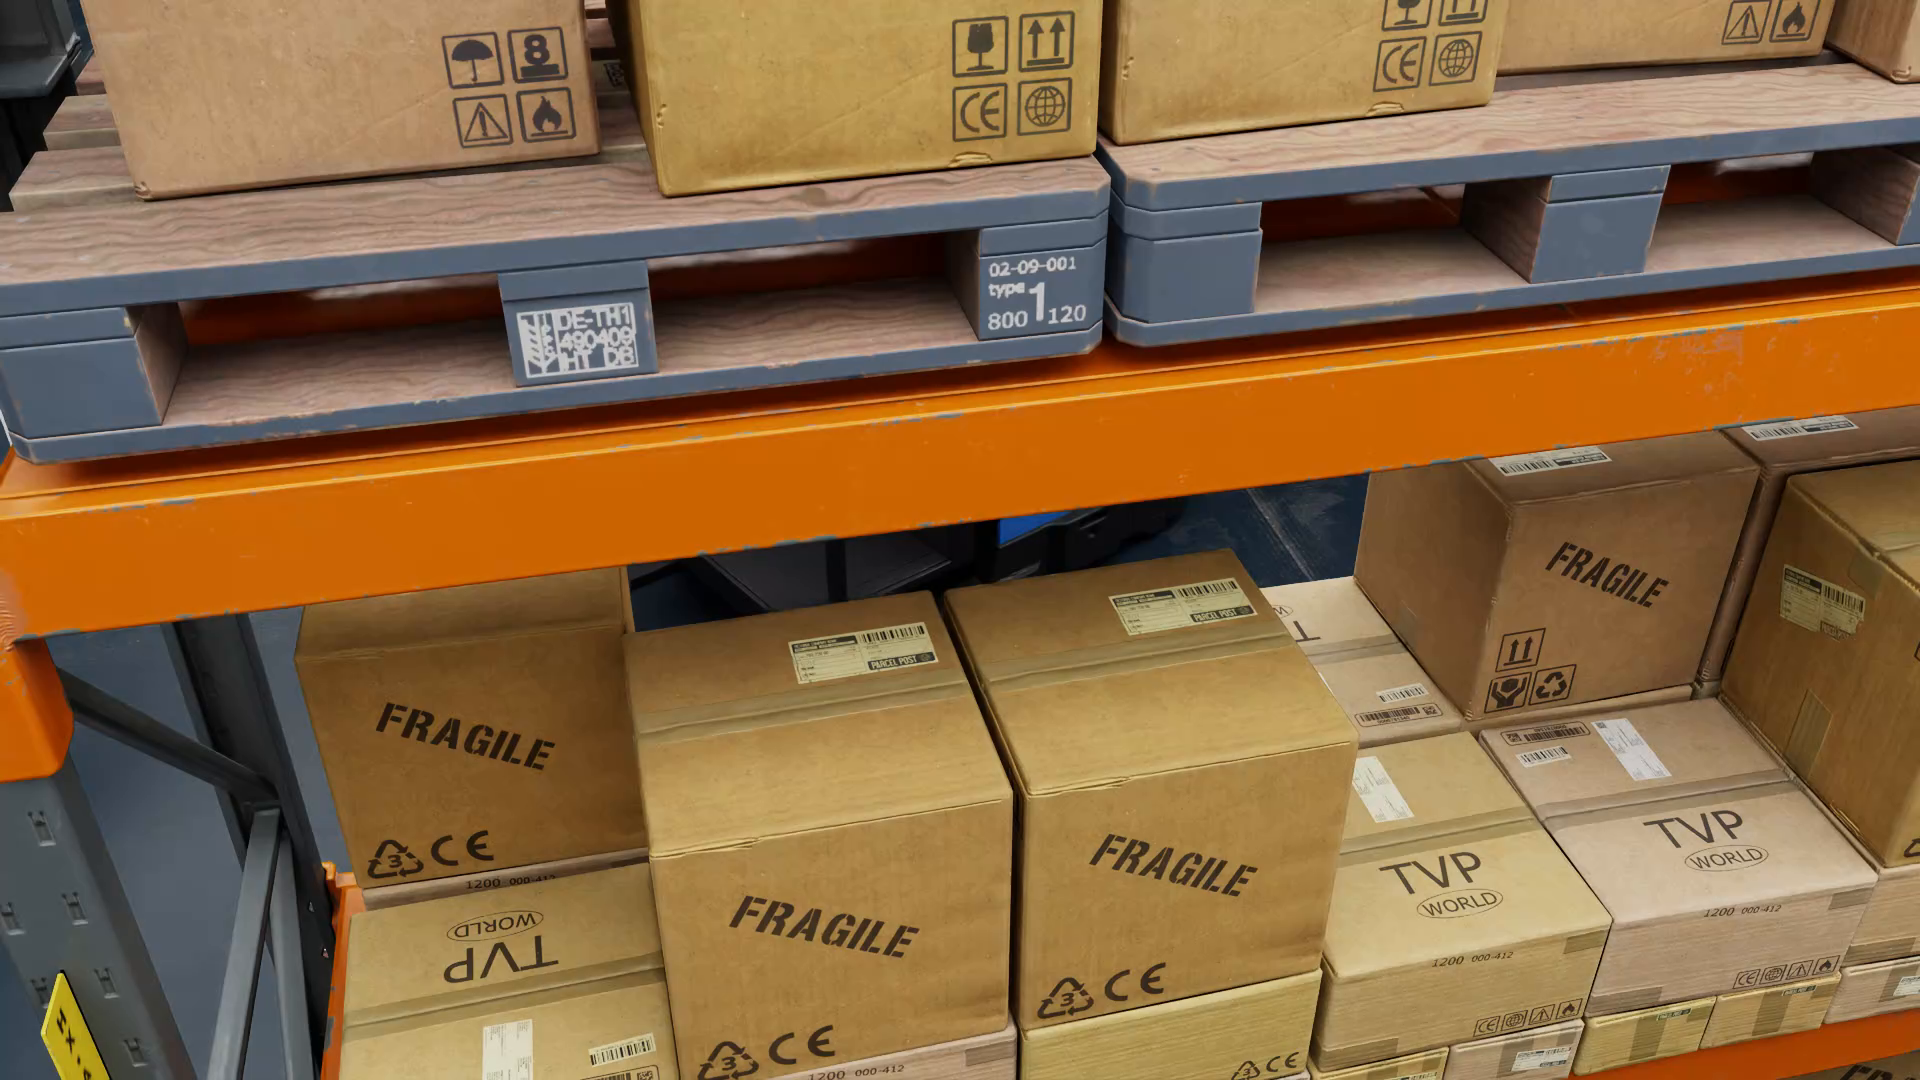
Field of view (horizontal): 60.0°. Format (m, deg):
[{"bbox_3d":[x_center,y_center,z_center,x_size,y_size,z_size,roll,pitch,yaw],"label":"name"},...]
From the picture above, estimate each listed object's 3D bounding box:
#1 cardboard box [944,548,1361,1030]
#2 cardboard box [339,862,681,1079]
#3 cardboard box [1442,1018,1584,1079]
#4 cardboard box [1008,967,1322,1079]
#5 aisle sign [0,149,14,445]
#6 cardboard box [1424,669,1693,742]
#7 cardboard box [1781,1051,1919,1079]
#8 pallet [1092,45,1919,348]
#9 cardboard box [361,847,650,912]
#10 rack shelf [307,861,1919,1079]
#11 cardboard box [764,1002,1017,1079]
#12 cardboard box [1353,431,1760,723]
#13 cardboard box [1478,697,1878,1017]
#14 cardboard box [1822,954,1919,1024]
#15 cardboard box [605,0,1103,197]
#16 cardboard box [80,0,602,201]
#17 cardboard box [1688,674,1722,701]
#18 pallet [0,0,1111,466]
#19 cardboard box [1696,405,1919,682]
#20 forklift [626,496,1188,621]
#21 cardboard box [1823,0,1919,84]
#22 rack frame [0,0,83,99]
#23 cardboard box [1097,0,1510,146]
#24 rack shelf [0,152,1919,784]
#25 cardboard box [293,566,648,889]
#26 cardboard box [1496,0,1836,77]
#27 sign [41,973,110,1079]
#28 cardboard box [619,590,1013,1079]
[{"bbox_3d":[0.276,0.385,2.679,0.500,0.500,0.500,-8,35,-12],"label":"cardboard box"},{"bbox_3d":[-0.716,0.825,2.696,0.500,0.250,0.500,-8,35,-12],"label":"cardboard box"},{"bbox_3d":[0.931,0.816,3.068,0.250,0.149,0.380,-7,34,-10],"label":"cardboard box"},{"bbox_3d":[0.280,0.698,2.886,0.500,0.250,0.500,-8,35,-12],"label":"cardboard box"},{"bbox_3d":[-1.380,-0.435,2.373,0.004,0.787,0.394,-7,35,-11],"label":"aisle sign"},{"bbox_3d":[1.151,0.286,3.499,0.500,0.250,0.500,-6,34,-9],"label":"cardboard box"},{"bbox_3d":[1.996,1.052,4.020,0.875,0.875,0.875,-7,35,-11],"label":"cardboard box"},{"bbox_3d":[0.670,-0.659,2.428,1.213,0.211,1.003,-7,35,-11],"label":"pallet"},{"bbox_3d":[-0.830,0.534,3.131,0.500,0.250,0.500,-8,35,-11],"label":"cardboard box"},{"bbox_3d":[0.707,0.851,3.435,4.000,0.370,1.077,-7,35,-11],"label":"rack shelf"},{"bbox_3d":[-0.210,0.758,2.797,0.500,0.250,0.500,-8,35,-11],"label":"cardboard box"},{"bbox_3d":[1.146,-0.023,3.287,0.500,0.500,0.500,-8,35,-12],"label":"cardboard box"},{"bbox_3d":[1.283,0.570,3.076,0.500,0.250,0.500,-7,34,-10],"label":"cardboard box"},{"bbox_3d":[1.680,0.722,3.208,0.250,0.149,0.380,-7,34,-10],"label":"cardboard box"},{"bbox_3d":[-0.173,-0.801,2.004,0.500,0.500,0.700,-8,35,-12],"label":"cardboard box"},{"bbox_3d":[-0.748,-0.797,1.998,0.500,0.500,0.700,-9,35,-13],"label":"cardboard box"},{"bbox_3d":[1.655,0.219,3.599,0.500,0.250,0.500,-7,35,-11],"label":"cardboard box"},{"bbox_3d":[-0.522,-0.507,2.201,1.213,0.211,1.003,-7,35,-11],"label":"pallet"},{"bbox_3d":[1.652,-0.089,3.386,0.500,0.500,0.500,-7,35,-11],"label":"cardboard box"},{"bbox_3d":[-0.527,-1.004,5.615,3.031,2.935,1.130,-24,41,-31],"label":"forklift"},{"bbox_3d":[1.382,-1.004,2.305,0.500,0.500,0.700,-5,34,-8],"label":"cardboard box"},{"bbox_3d":[-1.244,-1.692,1.196,0.127,3.000,1.000,-7,35,-11],"label":"rack frame"},{"bbox_3d":[0.321,-0.891,2.138,0.500,0.500,0.700,-9,35,-14],"label":"cardboard box"},{"bbox_3d":[0.707,-0.394,2.599,4.000,0.370,1.077,-7,35,-11],"label":"rack shelf"},{"bbox_3d":[-0.827,0.223,2.920,0.500,0.500,0.500,-7,34,-10],"label":"cardboard box"},{"bbox_3d":[0.841,-1.016,2.325,0.500,0.500,0.700,-6,34,-8],"label":"cardboard box"},{"bbox_3d":[-1.127,0.709,2.154,0.005,0.325,0.100,-7,35,-11],"label":"sign"},{"bbox_3d":[-0.228,0.452,2.579,0.500,0.500,0.500,-8,35,-12],"label":"cardboard box"}]
